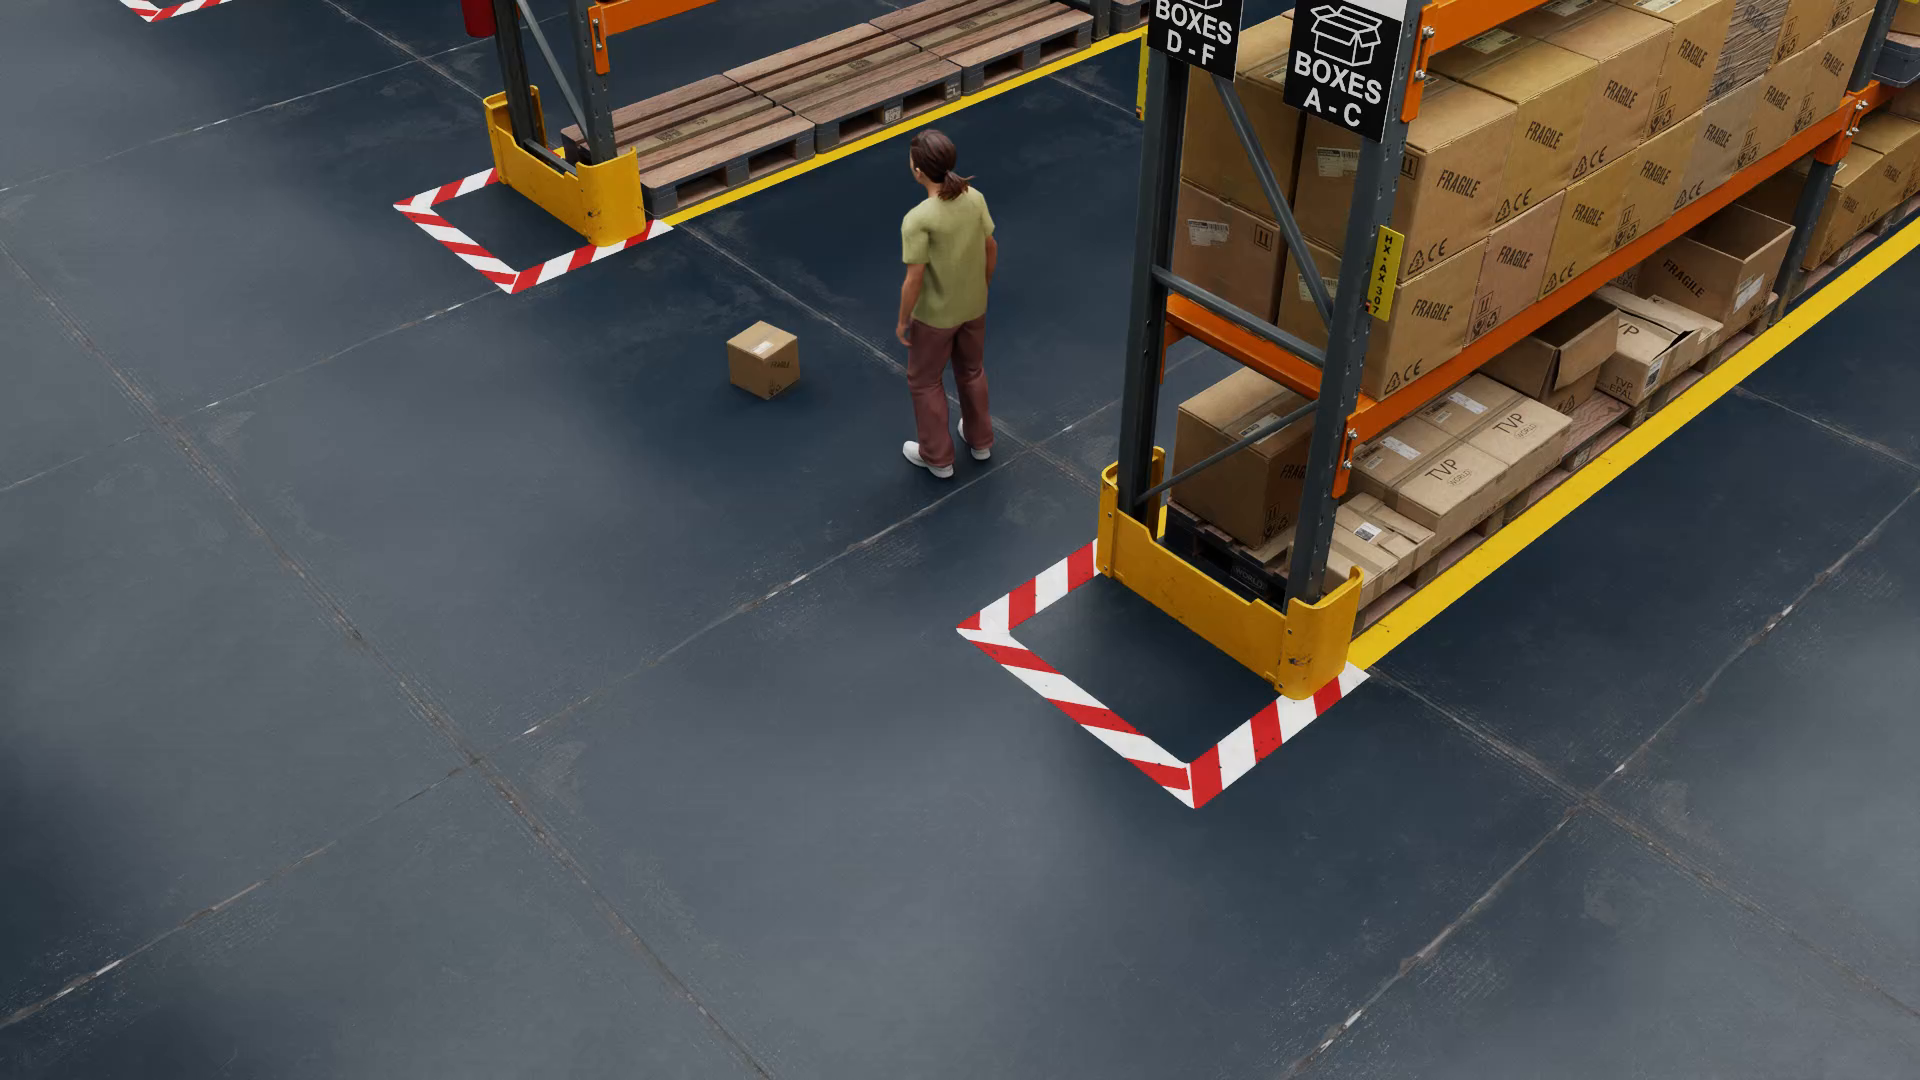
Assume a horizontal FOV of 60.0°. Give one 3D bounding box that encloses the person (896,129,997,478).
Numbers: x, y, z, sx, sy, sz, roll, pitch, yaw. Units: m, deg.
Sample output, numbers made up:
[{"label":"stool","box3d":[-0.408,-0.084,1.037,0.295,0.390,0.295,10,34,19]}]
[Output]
[{"label":"person","box3d":[-0.067,-1.026,7.381,0.520,1.673,0.350,-26,46,-28]}]
